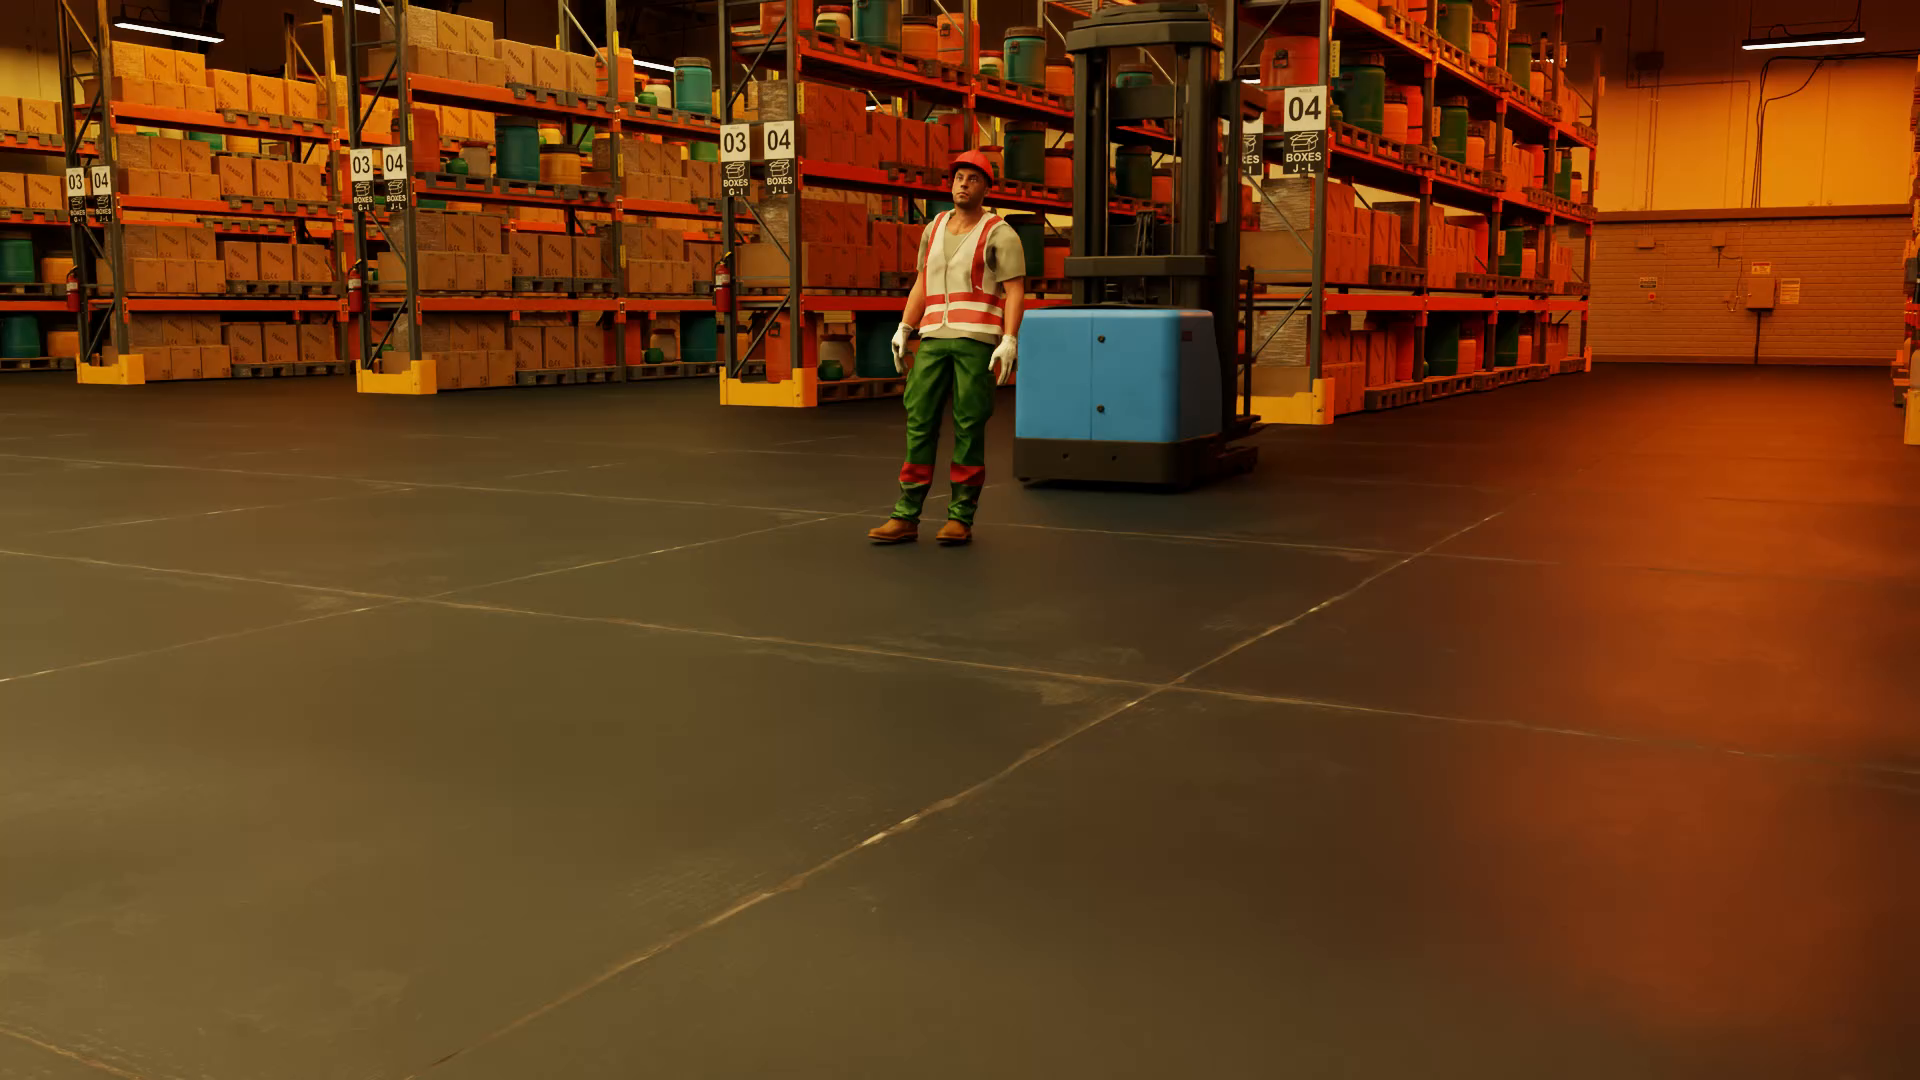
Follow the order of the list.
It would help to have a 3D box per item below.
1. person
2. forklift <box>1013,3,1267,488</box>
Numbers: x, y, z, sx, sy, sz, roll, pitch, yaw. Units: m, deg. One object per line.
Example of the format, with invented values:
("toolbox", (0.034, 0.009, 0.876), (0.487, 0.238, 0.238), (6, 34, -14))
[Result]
("person", (-0.049, -0.885, 7.627), (0.637, 1.787, 0.564), (4, 9, 29))
("forklift", (1.374, -1.920, 11.007), (1.130, 2.935, 3.031), (3, 9, 23))
